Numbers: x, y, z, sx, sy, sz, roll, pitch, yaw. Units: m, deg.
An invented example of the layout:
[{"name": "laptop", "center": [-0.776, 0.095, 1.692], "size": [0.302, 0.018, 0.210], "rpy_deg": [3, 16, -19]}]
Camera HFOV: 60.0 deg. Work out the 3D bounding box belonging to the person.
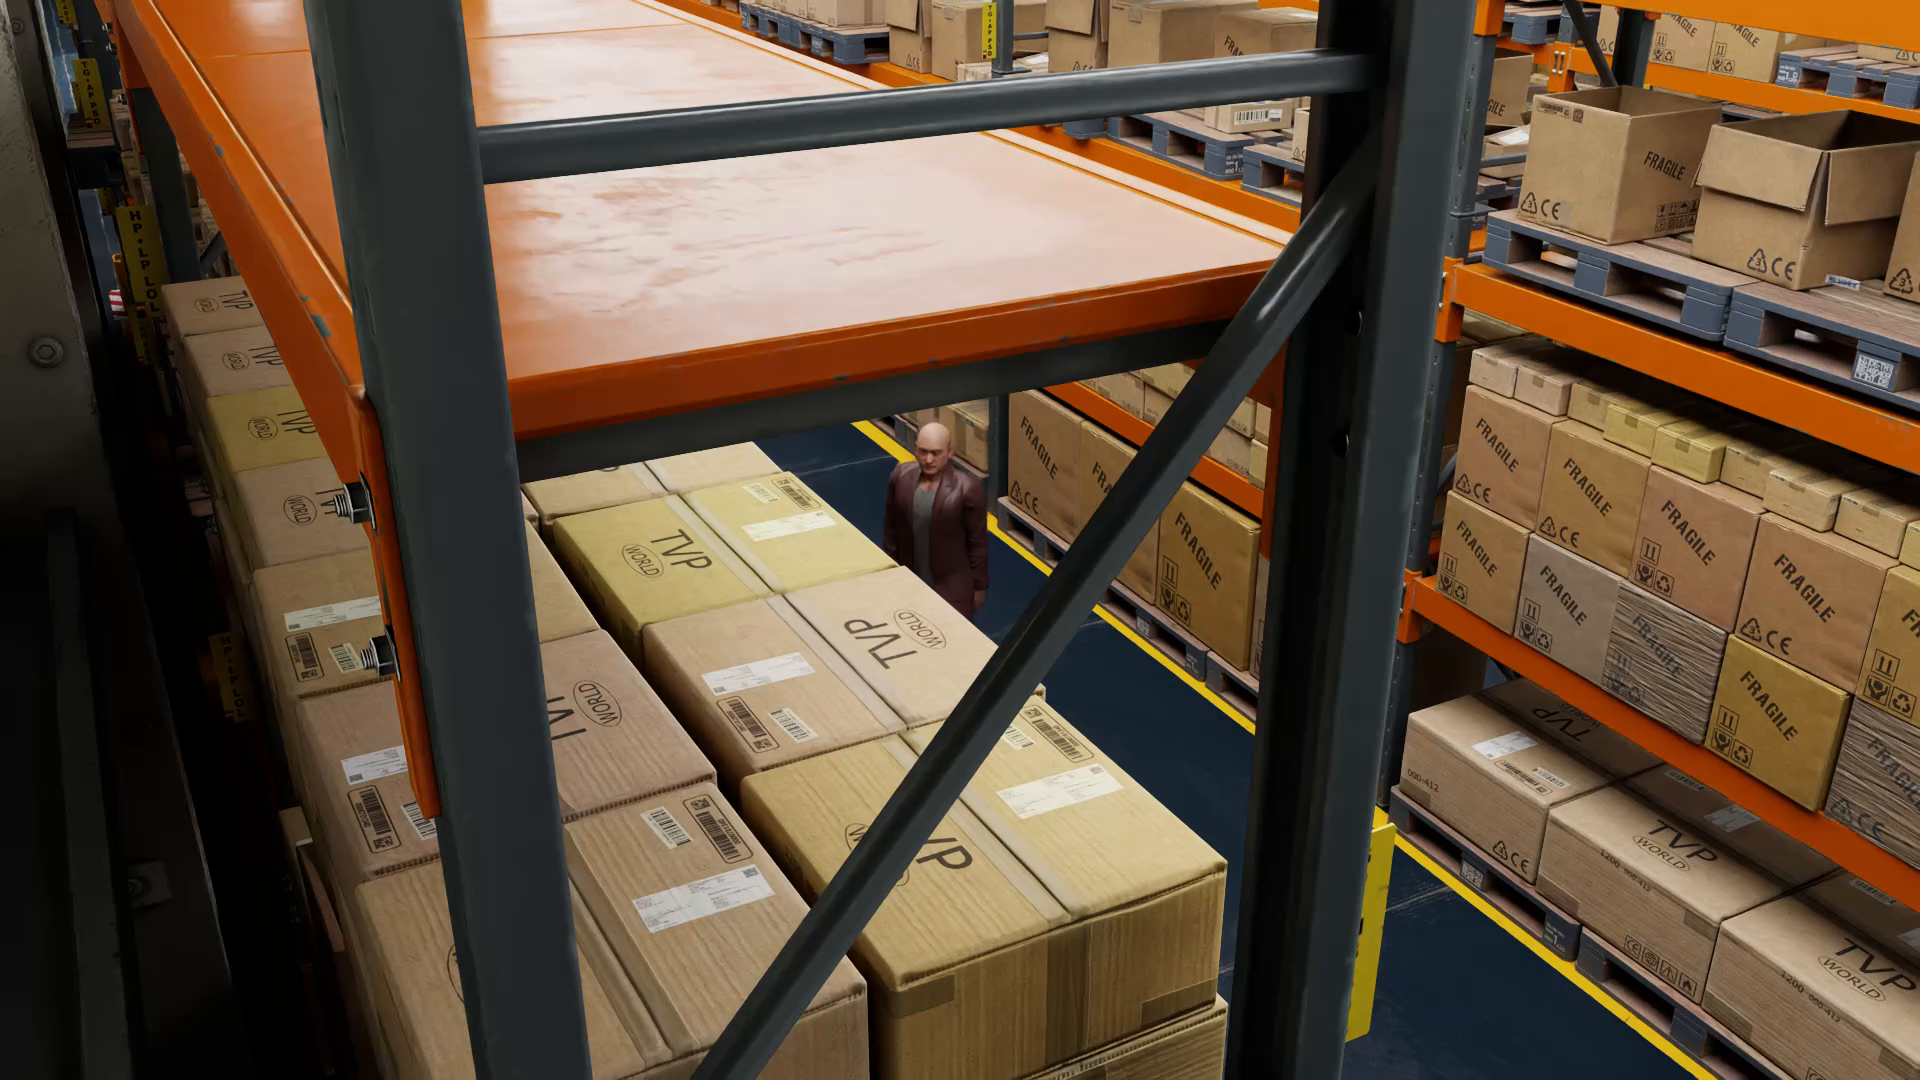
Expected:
[{"name": "person", "center": [-0.112, 0.174, 8.750], "size": [0.598, 1.758, 0.976], "rpy_deg": [13, 28, 26]}]
